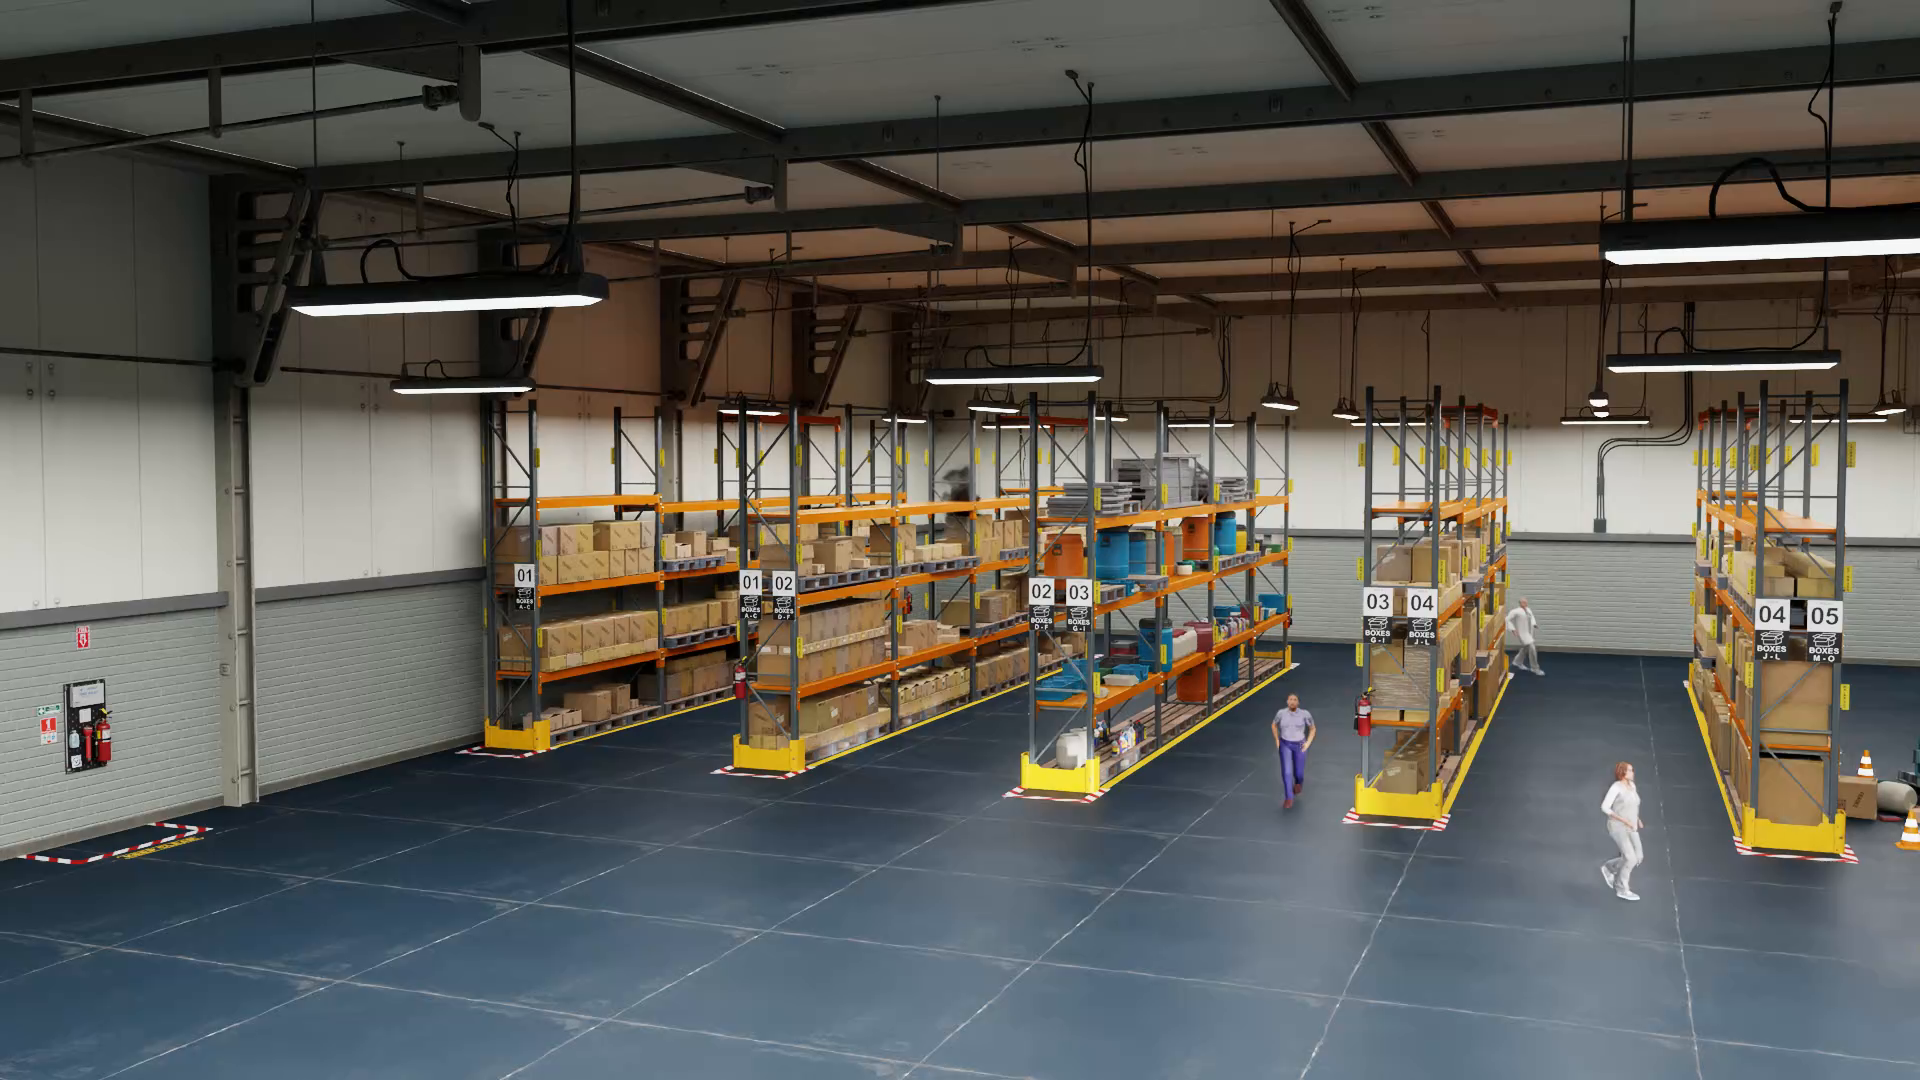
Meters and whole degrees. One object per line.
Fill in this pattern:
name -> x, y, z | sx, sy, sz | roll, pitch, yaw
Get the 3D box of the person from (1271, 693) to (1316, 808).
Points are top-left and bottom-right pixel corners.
person -> 4.830, 3.016, 24.113 | 0.633, 1.626, 0.715 | 1, 3, 13

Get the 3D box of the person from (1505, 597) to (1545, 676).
person -> 13.092, 2.222, 38.565 | 0.765, 1.795, 0.947 | -2, 4, -37

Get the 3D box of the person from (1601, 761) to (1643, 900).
person -> 7.526, 3.289, 18.917 | 0.560, 1.557, 0.537 | -2, 3, -34
